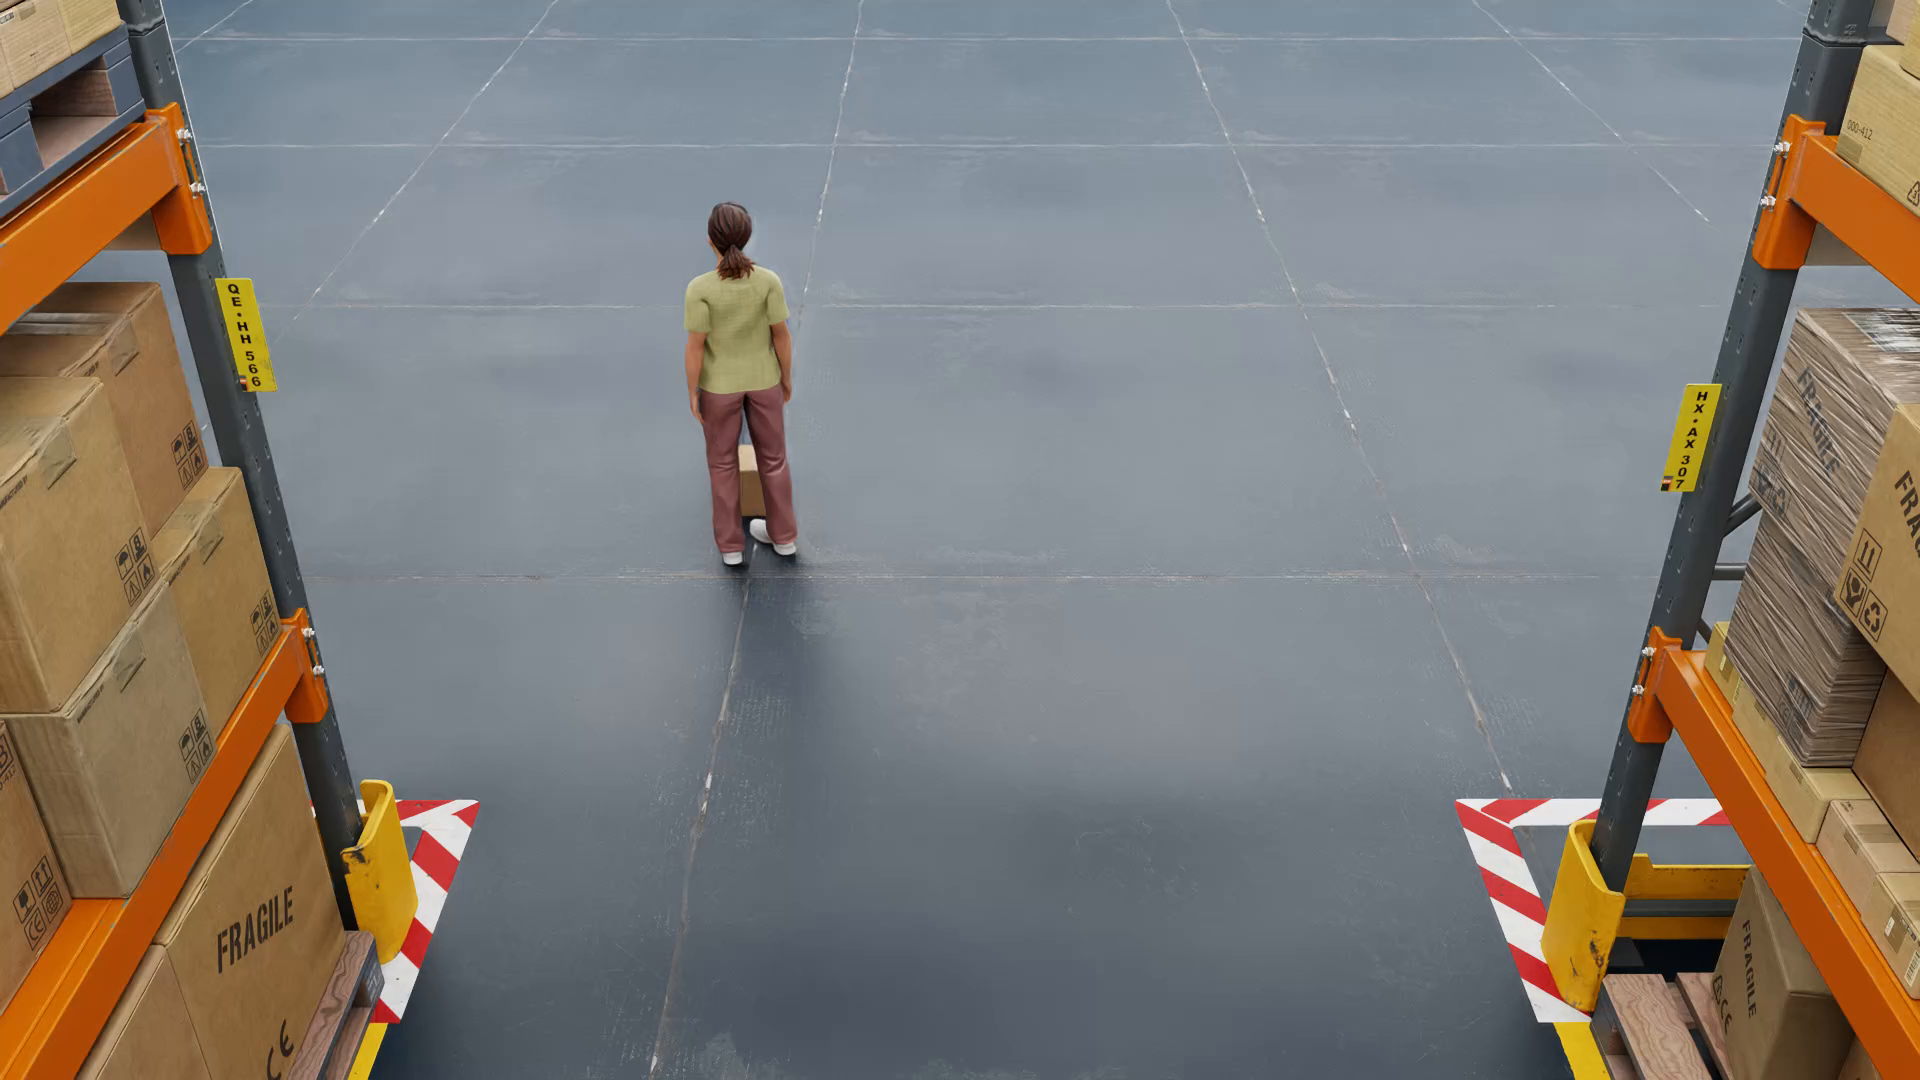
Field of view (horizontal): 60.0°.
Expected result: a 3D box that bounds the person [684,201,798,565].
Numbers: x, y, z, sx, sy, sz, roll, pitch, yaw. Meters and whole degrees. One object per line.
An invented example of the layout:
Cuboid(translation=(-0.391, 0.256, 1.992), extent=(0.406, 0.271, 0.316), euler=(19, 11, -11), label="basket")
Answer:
Cuboid(translation=(-0.954, -0.659, 7.189), extent=(0.462, 1.680, 0.401), euler=(-10, 33, -15), label="person")
